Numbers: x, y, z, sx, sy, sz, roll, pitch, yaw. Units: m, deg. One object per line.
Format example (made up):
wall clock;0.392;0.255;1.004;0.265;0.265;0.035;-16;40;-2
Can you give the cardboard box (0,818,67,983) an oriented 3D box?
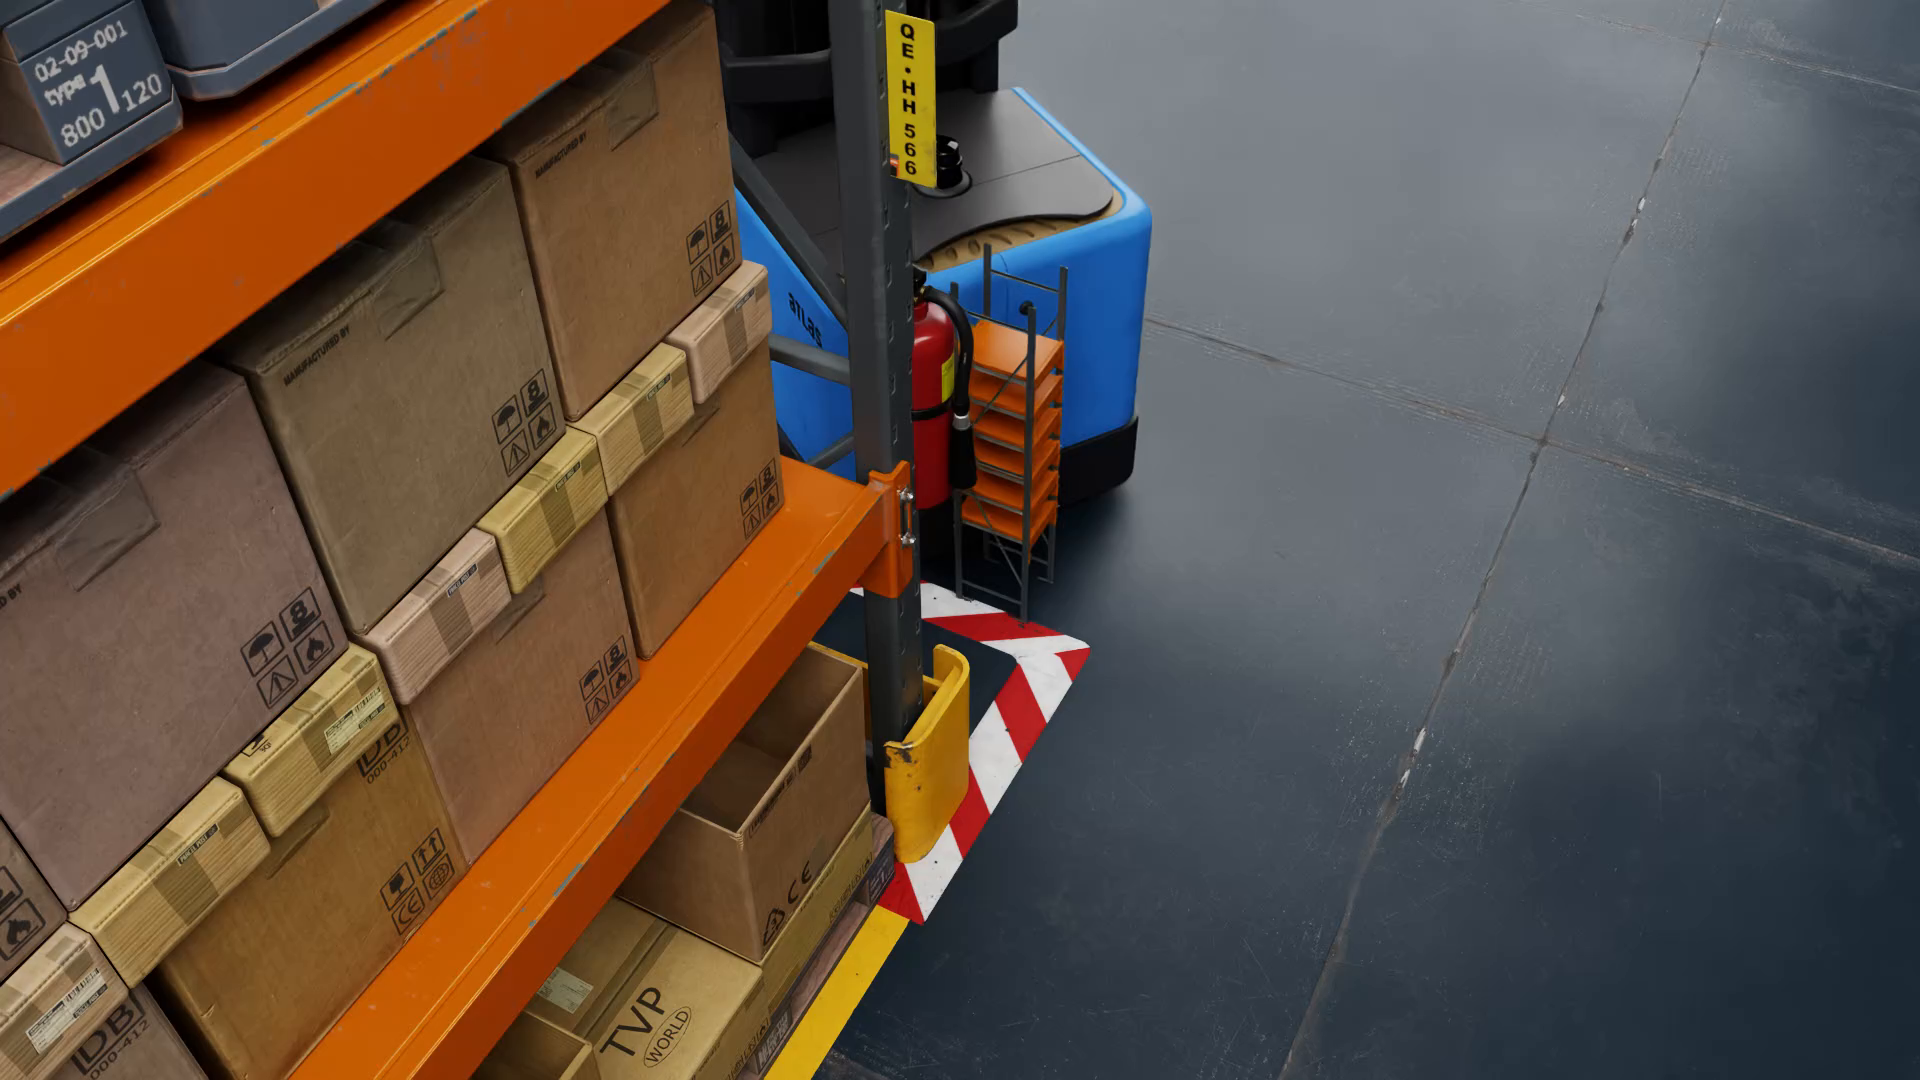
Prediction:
cardboard box;-1.520;0.331;1.831;0.700;0.500;0.500;20;49;19

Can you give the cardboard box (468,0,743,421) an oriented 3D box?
cardboard box;-0.815;-0.635;2.786;0.700;0.500;0.500;21;49;19

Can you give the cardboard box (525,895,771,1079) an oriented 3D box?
cardboard box;-0.771;1.106;3.686;0.500;0.250;0.500;20;49;19

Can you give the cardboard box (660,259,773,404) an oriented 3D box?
cardboard box;-0.571;-0.427;3.036;0.380;0.149;0.250;20;49;18

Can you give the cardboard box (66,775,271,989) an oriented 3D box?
cardboard box;-1.170;0.390;2.230;0.380;0.149;0.250;22;49;20

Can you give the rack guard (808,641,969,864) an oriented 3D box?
rack guard;-0.551;0.396;4.507;1.175;0.500;0.348;20;49;19

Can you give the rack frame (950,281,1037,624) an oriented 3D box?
rack frame;0.089;-0.201;4.605;0.240;1.200;0.006;20;50;19

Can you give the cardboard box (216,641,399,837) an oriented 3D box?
cardboard box;-1.050;0.223;2.394;0.380;0.149;0.250;22;49;20

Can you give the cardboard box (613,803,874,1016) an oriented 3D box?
cardboard box;-0.549;0.787;4.001;0.500;0.250;0.500;20;49;19

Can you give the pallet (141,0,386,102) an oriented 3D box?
pallet;-0.913;-1.054;2.135;1.003;0.211;1.213;20;49;19

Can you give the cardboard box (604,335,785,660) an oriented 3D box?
cardboard box;-0.790;-0.212;3.281;0.700;0.500;0.500;20;49;19

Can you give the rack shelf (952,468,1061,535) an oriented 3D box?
rack shelf;0.133;-0.146;4.779;0.258;0.103;0.180;20;50;19

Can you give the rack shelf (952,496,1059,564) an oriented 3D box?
rack shelf;0.134;-0.064;4.866;0.258;0.103;0.180;20;50;19

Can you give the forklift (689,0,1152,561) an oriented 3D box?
forklift;-0.579;-1.963;5.129;1.130;2.935;3.031;-21;49;-19

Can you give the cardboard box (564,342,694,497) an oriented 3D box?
cardboard box;-0.691;-0.261;2.873;0.380;0.149;0.250;22;49;20

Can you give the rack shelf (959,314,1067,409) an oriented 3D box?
rack shelf;0.128;-0.478;4.432;0.258;0.103;0.180;20;50;19

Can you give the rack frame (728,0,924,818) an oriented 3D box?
rack frame;-0.562;-0.467;3.603;1.000;3.000;0.127;20;49;19

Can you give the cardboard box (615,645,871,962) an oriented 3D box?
cardboard box;-0.547;0.524;3.734;0.500;0.500;0.500;20;49;19

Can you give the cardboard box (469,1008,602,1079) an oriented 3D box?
cardboard box;-0.998;1.159;3.106;0.500;0.500;0.500;20;49;19

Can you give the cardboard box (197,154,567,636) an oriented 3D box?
cardboard box;-1.054;-0.302;2.457;0.700;0.500;0.500;19;48;18

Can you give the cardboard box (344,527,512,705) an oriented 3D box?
cardboard box;-0.928;0.058;2.558;0.380;0.149;0.250;21;49;20

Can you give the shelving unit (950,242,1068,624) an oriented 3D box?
shelving unit;0.131;-0.260;4.660;0.258;1.200;0.189;20;50;19

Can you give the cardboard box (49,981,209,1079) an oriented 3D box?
cardboard box;-1.506;0.764;2.316;0.700;0.500;0.500;22;49;20

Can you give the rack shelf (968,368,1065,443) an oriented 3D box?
rack shelf;0.129;-0.395;4.519;0.258;0.103;0.180;20;50;19

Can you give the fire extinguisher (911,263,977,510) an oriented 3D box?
fire extinguisher;-0.096;-0.361;3.552;0.296;0.674;0.183;20;49;19

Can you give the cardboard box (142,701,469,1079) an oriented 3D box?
cardboard box;-1.265;0.431;2.645;0.700;0.500;0.500;21;49;19

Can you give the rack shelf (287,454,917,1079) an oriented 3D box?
rack shelf;-1.490;1.046;2.613;1.077;0.370;4.000;20;49;19

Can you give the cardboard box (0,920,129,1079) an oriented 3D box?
cardboard box;-1.289;0.551;2.070;0.380;0.149;0.250;20;49;19

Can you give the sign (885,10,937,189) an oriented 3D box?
sign;-0.088;-0.769;2.921;0.100;0.325;0.005;20;49;19

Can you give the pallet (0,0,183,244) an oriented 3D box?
pallet;-1.478;-0.282;1.373;1.003;0.211;1.213;20;49;19

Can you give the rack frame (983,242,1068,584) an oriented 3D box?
rack frame;0.174;-0.319;4.716;0.240;1.200;0.006;20;50;19

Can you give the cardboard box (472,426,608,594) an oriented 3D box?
cardboard box;-0.809;-0.100;2.714;0.380;0.149;0.250;20;49;18

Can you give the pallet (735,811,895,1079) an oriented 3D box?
pallet;-0.880;1.009;4.105;1.003;0.211;1.213;20;49;19

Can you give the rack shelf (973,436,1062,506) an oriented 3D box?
rack shelf;0.132;-0.229;4.693;0.258;0.103;0.180;20;50;19

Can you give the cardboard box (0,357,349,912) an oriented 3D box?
cardboard box;-1.287;0.016;2.143;0.700;0.500;0.500;21;49;19

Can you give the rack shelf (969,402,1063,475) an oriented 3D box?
rack shelf;0.131;-0.312;4.606;0.258;0.103;0.180;20;50;19

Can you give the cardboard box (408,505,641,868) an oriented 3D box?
cardboard box;-1.029;0.120;2.952;0.700;0.500;0.500;22;49;20
